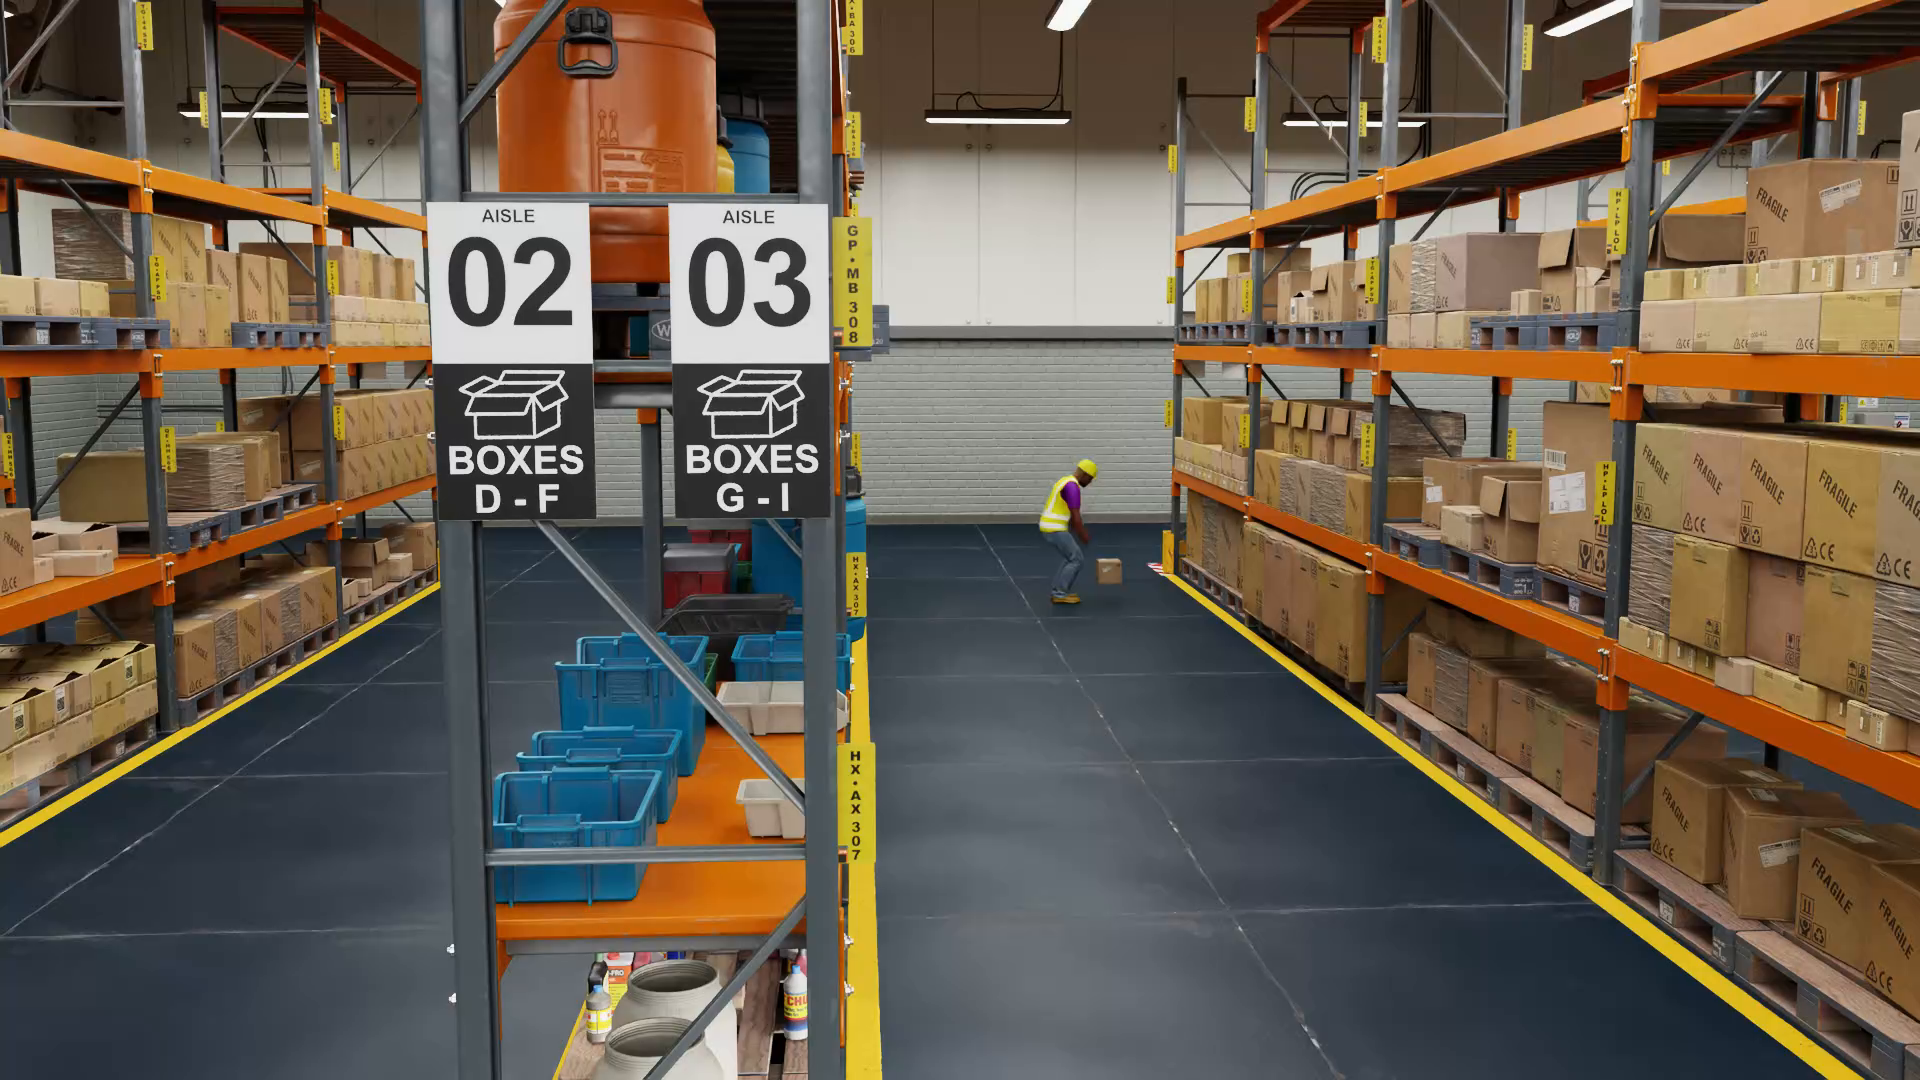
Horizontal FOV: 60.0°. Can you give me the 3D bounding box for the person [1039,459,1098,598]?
[{"bbox_3d":[1.198,-0.138,18.373,0.644,1.505,0.621,0,7,-3],"label":"person"}]
